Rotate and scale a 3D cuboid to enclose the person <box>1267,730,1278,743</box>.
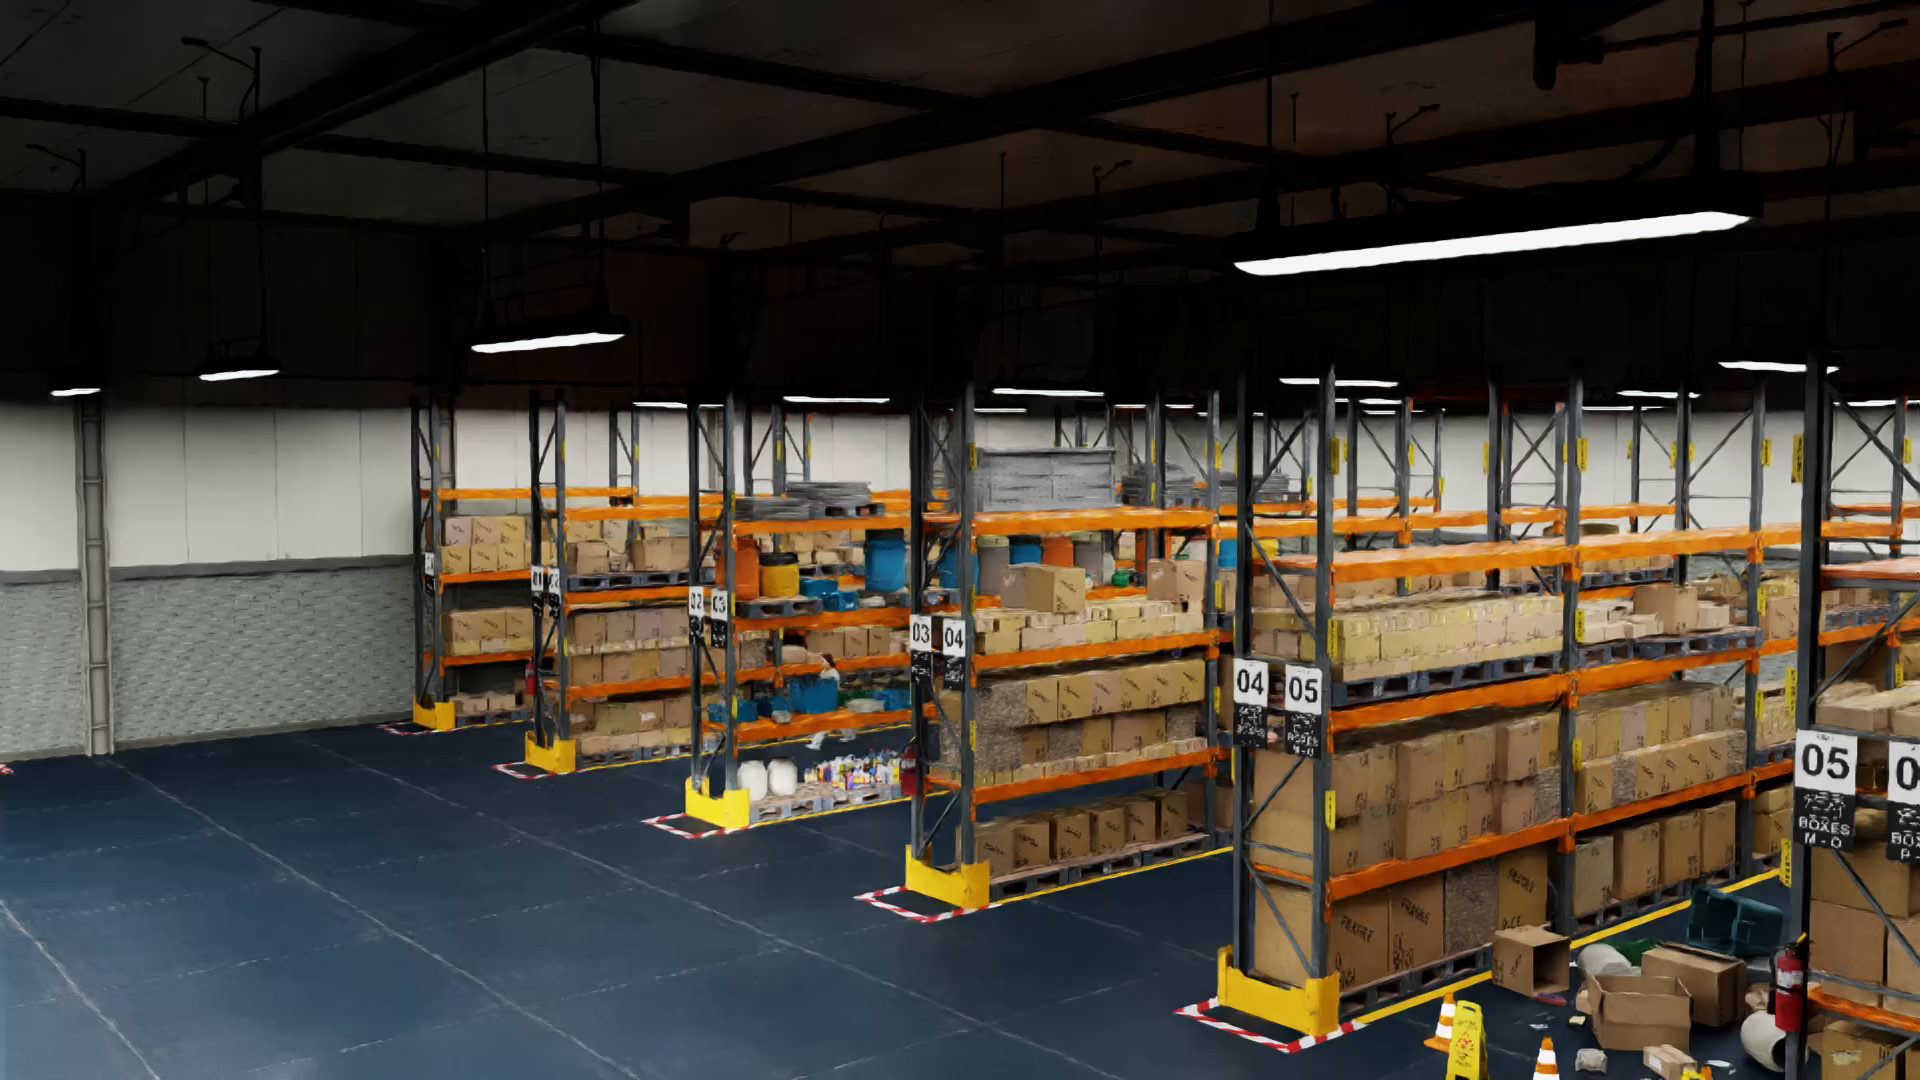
[{"bbox_3d":[3.804,3.144,20.209,1.081,1.663,0.554,-3,4,-41],"label":"person"}]

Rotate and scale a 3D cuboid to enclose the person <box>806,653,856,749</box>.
[{"bbox_3d":[-2.214,2.695,28.117,1.110,1.590,0.446,-3,4,-37],"label":"person"}]
